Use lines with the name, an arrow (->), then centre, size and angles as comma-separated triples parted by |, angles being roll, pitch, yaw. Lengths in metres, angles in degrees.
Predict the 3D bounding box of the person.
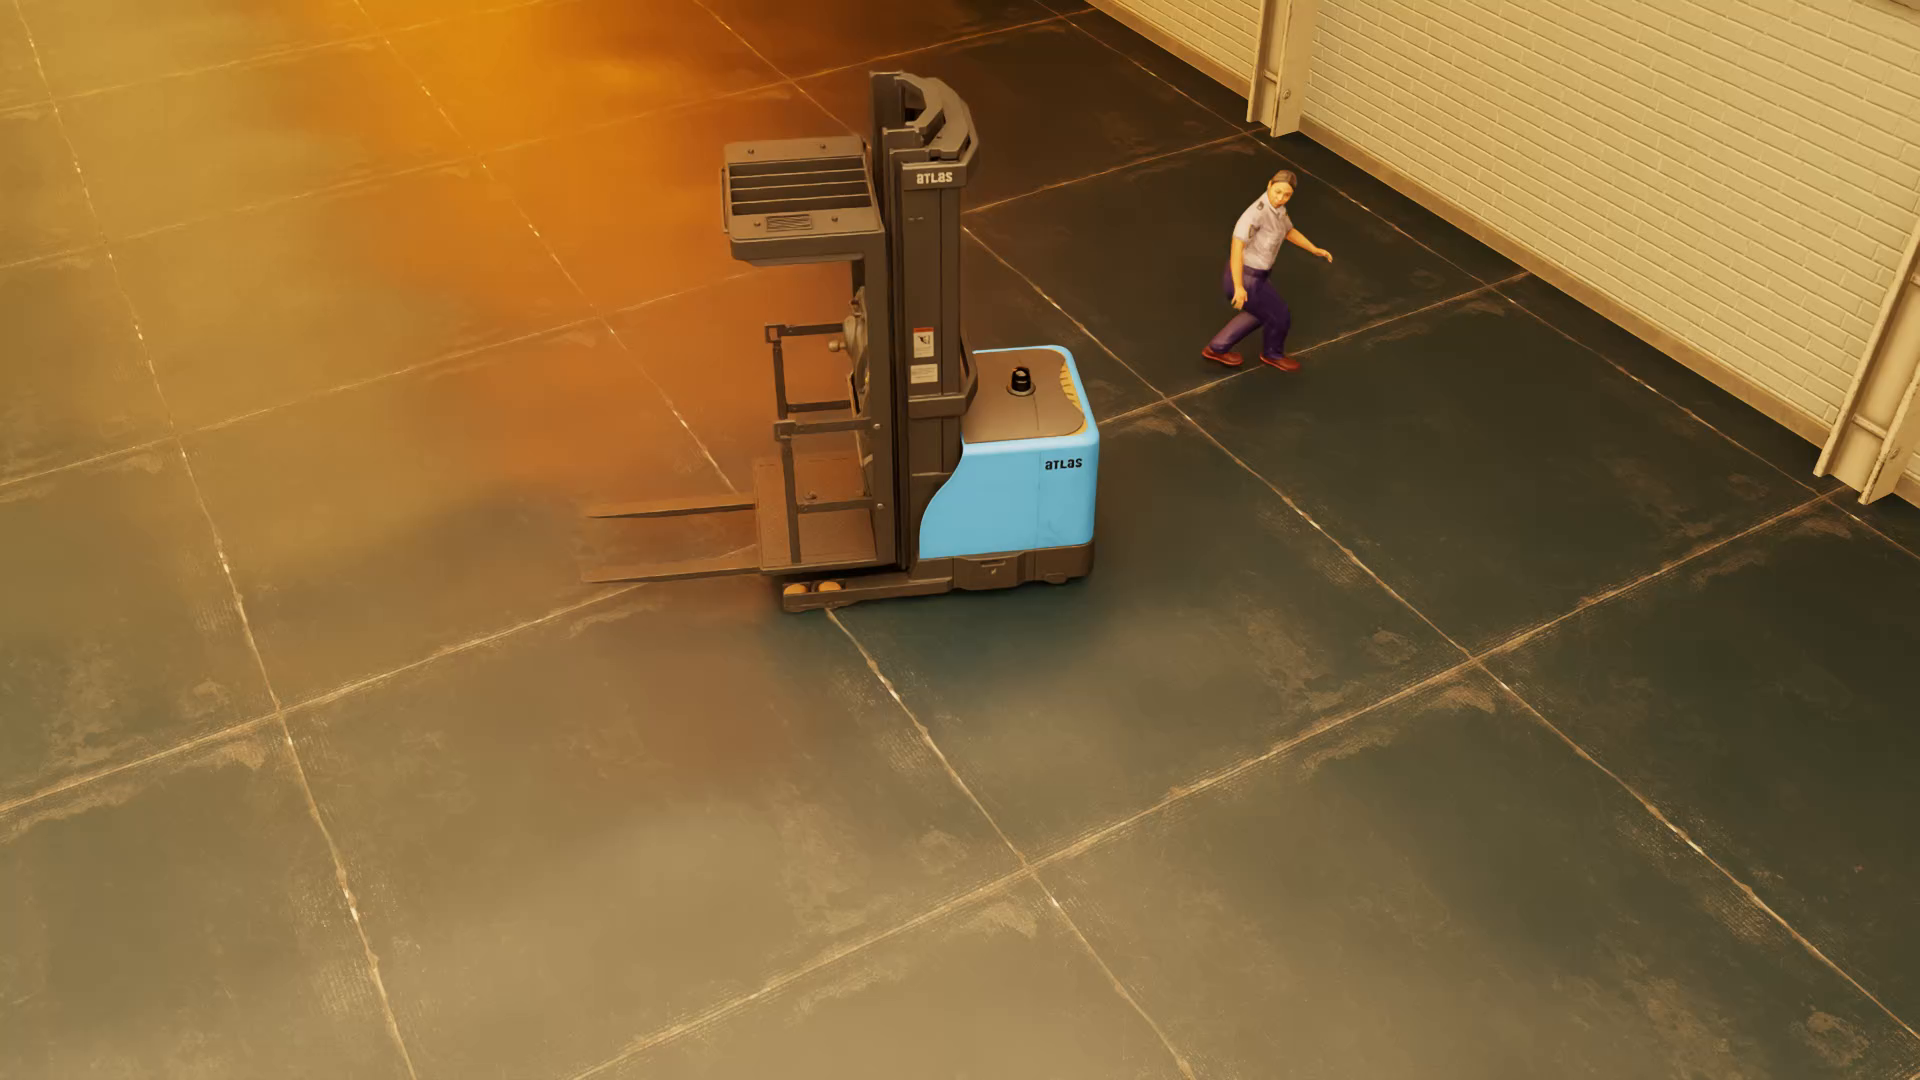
person -> 2.099, -1.751, 11.276 | 0.800, 1.533, 0.776 | 6, 40, 8

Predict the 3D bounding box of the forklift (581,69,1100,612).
forklift -> -0.753, -1.062, 9.316 | 3.031, 2.935, 1.130 | -5, 40, -6
